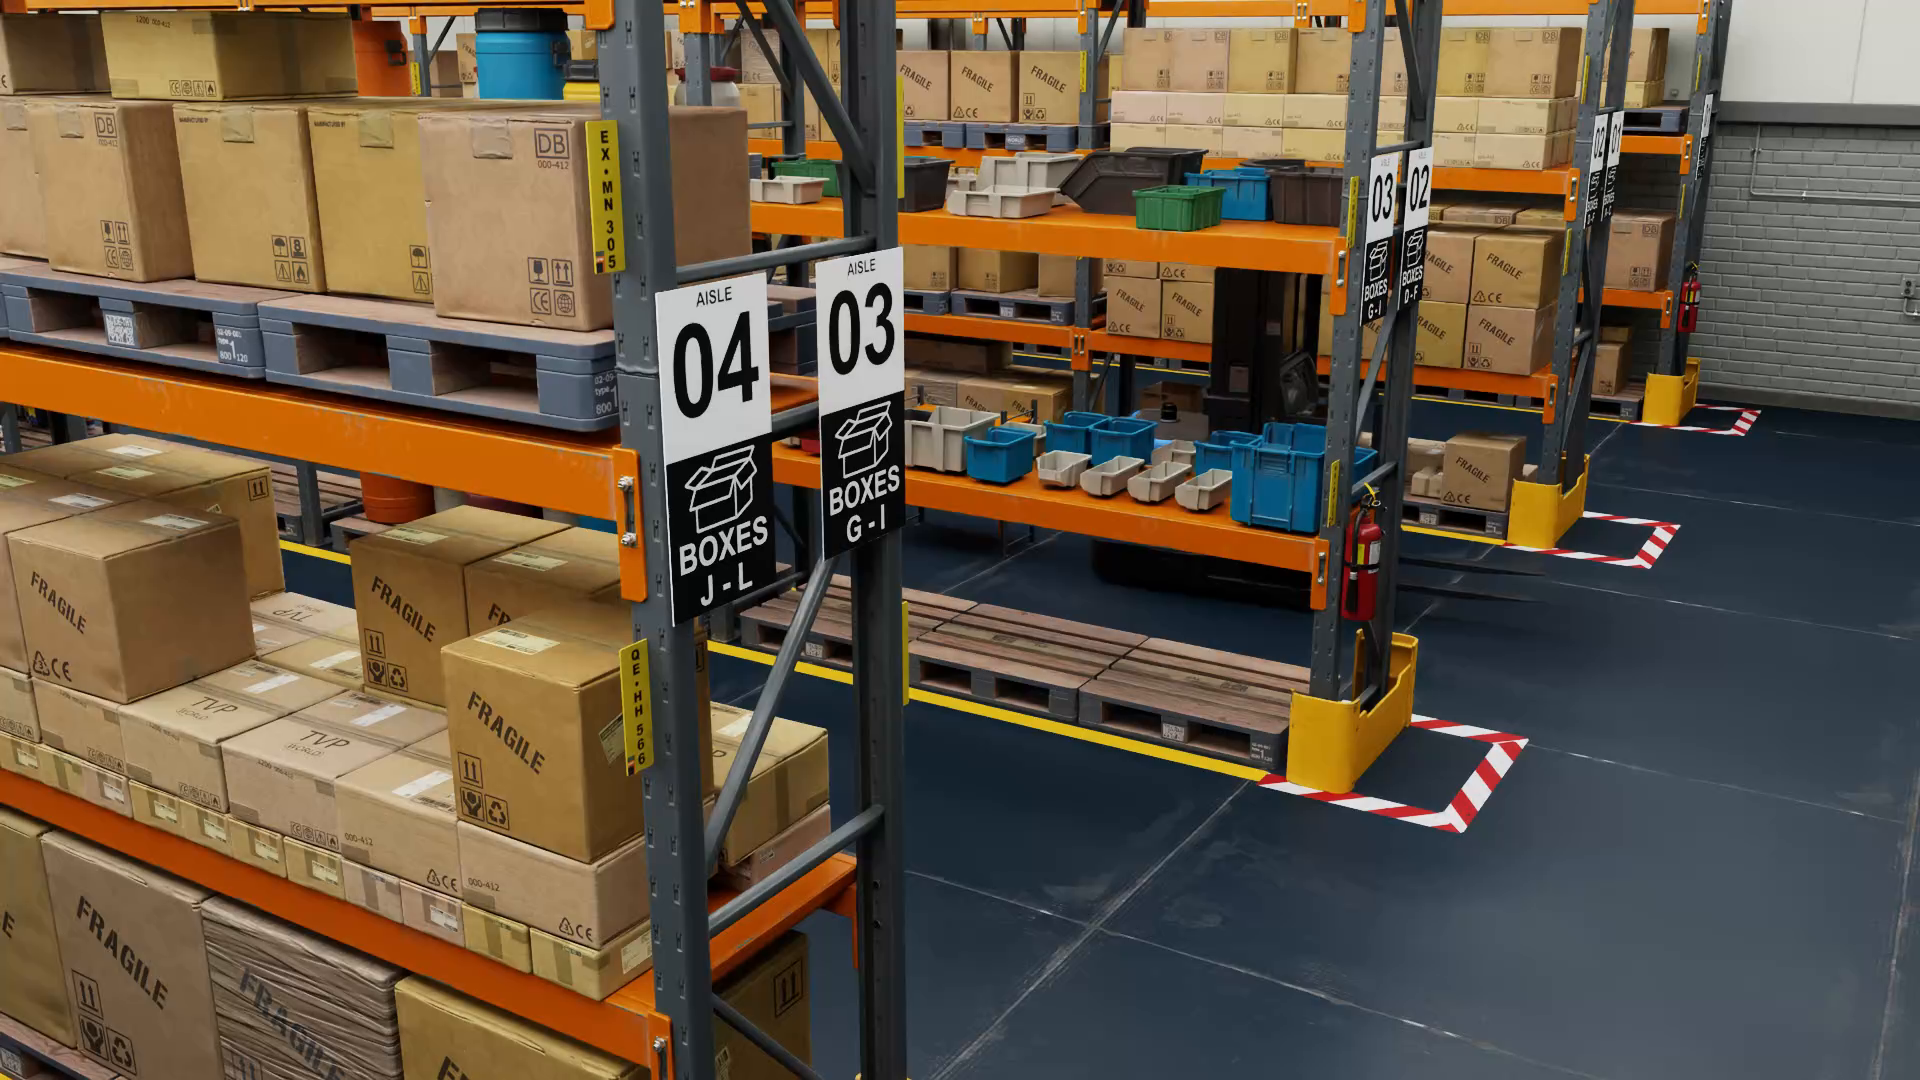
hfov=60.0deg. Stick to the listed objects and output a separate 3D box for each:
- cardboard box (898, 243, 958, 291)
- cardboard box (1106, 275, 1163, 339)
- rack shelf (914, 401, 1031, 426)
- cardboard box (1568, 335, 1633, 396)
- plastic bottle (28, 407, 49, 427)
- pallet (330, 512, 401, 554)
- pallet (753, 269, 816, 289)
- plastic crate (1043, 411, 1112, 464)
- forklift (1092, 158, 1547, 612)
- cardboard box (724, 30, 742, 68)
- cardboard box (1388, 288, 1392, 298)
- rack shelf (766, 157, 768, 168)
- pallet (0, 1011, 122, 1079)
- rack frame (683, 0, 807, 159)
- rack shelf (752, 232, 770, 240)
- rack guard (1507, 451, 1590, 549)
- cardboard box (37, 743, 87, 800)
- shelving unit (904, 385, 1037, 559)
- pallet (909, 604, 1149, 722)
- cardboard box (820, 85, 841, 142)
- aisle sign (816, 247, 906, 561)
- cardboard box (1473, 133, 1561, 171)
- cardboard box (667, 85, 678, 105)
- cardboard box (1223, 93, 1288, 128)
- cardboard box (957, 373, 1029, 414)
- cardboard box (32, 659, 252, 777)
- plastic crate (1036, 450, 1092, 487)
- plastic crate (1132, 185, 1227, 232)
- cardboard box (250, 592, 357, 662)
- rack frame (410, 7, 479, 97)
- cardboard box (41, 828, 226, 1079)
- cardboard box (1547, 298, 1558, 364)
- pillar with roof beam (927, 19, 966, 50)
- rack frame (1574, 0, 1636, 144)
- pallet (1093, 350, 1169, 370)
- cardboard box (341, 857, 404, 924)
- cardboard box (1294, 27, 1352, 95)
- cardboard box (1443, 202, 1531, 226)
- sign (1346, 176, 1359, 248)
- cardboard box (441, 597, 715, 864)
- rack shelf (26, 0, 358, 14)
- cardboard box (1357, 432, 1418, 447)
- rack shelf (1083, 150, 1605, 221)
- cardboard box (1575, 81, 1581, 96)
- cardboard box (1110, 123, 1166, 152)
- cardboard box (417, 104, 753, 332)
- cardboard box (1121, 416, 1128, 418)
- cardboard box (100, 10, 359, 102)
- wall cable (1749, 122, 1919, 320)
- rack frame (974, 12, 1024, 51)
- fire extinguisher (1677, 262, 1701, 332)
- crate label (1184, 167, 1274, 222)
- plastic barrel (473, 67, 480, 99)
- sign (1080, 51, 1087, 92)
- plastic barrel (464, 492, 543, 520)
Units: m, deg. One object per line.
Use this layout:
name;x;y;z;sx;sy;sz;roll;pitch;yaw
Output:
cardboard box;-0.236;-2.626;15.470;0.500;0.500;0.700;5;18;16
cardboard box;1.593;-2.026;14.220;0.500;0.500;0.500;11;20;31
rack shelf;0.006;-0.817;12.629;1.000;0.278;0.538;10;20;30
cardboard box;6.650;-1.829;17.320;0.500;0.500;0.700;10;20;30
plastic bottle;-8.657;-1.247;15.627;0.185;0.351;0.144;10;20;30
pallet;-4.009;-0.062;12.722;1.213;0.211;1.003;10;20;30
pallet;-1.493;-2.555;16.460;1.003;0.211;1.213;10;20;30
plastic crate;0.699;-0.603;9.889;0.300;0.233;0.416;10;20;30
forklift;2.506;-1.064;11.342;3.031;2.935;1.130;8;19;24
cardboard box;-3.194;-6.684;22.638;0.500;0.500;0.500;11;20;31
cardboard box;3.311;-2.195;13.055;0.500;0.500;0.500;11;20;32
rack shelf;-3.811;-4.127;17.384;4.000;0.370;1.077;10;20;30
pallet;-3.279;1.799;6.597;1.213;0.211;1.003;10;20;30
rack frame;-1.294;-3.768;9.803;0.127;3.000;1.000;10;20;30
rack shelf;-1.222;-3.919;21.861;4.000;0.370;1.077;10;20;30
rack guard;4.645;-0.331;13.110;0.348;0.500;1.175;10;20;30
cardboard box;-2.917;0.735;5.732;0.250;0.149;0.380;10;19;29
shelving unit;0.006;-0.537;12.714;1.048;1.125;0.538;10;20;30
pallet;0.396;0.724;10.133;1.213;0.211;1.003;10;20;30
cardboard box;-0.840;-4.000;15.557;0.500;0.500;0.910;10;20;30
aisle sign;-0.259;-0.370;4.464;0.004;0.787;0.394;10;20;30
cardboard box;4.134;-2.892;12.337;0.500;0.250;0.500;10;20;30
cardboard box;-2.979;-4.427;16.668;0.500;0.250;0.500;11;20;32
cardboard box;2.433;-3.436;13.270;0.500;0.250;0.500;10;20;30
cardboard box;0.314;-1.219;15.279;0.500;0.500;0.500;10;20;30
cardboard box;-2.757;0.549;5.658;0.500;0.250;0.500;11;20;31
plastic crate;0.573;-0.395;9.372;0.250;0.136;0.298;10;20;30
plastic crate;1.124;-1.702;8.528;0.336;0.188;0.450;10;20;30
cardboard box;-2.495;0.417;6.095;0.500;0.250;0.500;11;20;31
rack frame;-5.516;-6.211;17.845;0.127;3.000;1.000;10;20;30
cardboard box;-2.599;1.402;6.038;0.875;0.875;0.875;10;20;30
cardboard box;4.470;-1.696;13.131;0.500;0.500;0.500;11;20;31
pillar with roof beam;-2.426;-6.176;17.729;0.400;9.000;9.100;10;20;30
rack frame;4.710;-4.386;11.836;0.127;3.000;1.000;10;20;30
pallet;2.150;-2.301;20.093;1.213;0.211;1.003;10;20;30
cardboard box;-1.602;0.969;4.961;0.250;0.149;0.380;11;20;31
cardboard box;3.022;-3.797;13.166;0.500;0.500;0.700;10;20;30
cardboard box;5.589;-3.187;17.697;0.700;0.700;0.980;9;19;27
sign;1.840;-1.535;7.794;0.005;0.325;0.100;10;20;30
cardboard box;-1.030;0.499;4.533;0.500;0.500;0.500;10;20;31
rack shelf;-6.407;-4.145;12.970;4.000;0.370;1.077;10;20;30
cardboard box;3.543;-0.715;14.048;0.500;0.250;0.500;10;20;30
rack shelf;3.006;-2.910;13.379;4.000;0.370;1.077;10;20;30
cardboard box;6.092;-4.479;16.669;0.500;0.250;0.500;9;19;28
cardboard box;1.586;-3.352;13.852;0.500;0.250;0.500;10;20;30
cardboard box;-0.949;-0.860;4.324;0.500;0.500;0.700;9;19;27
cardboard box;1.546;-0.930;14.652;0.500;0.311;0.500;10;20;30
cardboard box;-2.194;-1.463;5.018;0.500;0.250;0.500;9;19;28
wall cable;8.885;-3.268;16.732;1.851;1.984;0.084;10;20;30
rack frame;0.482;-6.830;19.883;0.127;3.000;1.000;10;20;30
fire extinguisher;7.186;-2.390;16.363;0.183;0.674;0.296;10;20;30
crate label;1.497;-1.873;8.983;0.502;0.251;0.408;10;20;30
plastic barrel;-3.113;-2.975;11.396;0.433;0.535;0.433;0;17;0
sign;1.014;-3.857;13.689;0.005;0.325;0.100;10;20;30
plastic barrel;-3.315;-0.311;12.170;0.708;0.588;0.600;10;20;30
